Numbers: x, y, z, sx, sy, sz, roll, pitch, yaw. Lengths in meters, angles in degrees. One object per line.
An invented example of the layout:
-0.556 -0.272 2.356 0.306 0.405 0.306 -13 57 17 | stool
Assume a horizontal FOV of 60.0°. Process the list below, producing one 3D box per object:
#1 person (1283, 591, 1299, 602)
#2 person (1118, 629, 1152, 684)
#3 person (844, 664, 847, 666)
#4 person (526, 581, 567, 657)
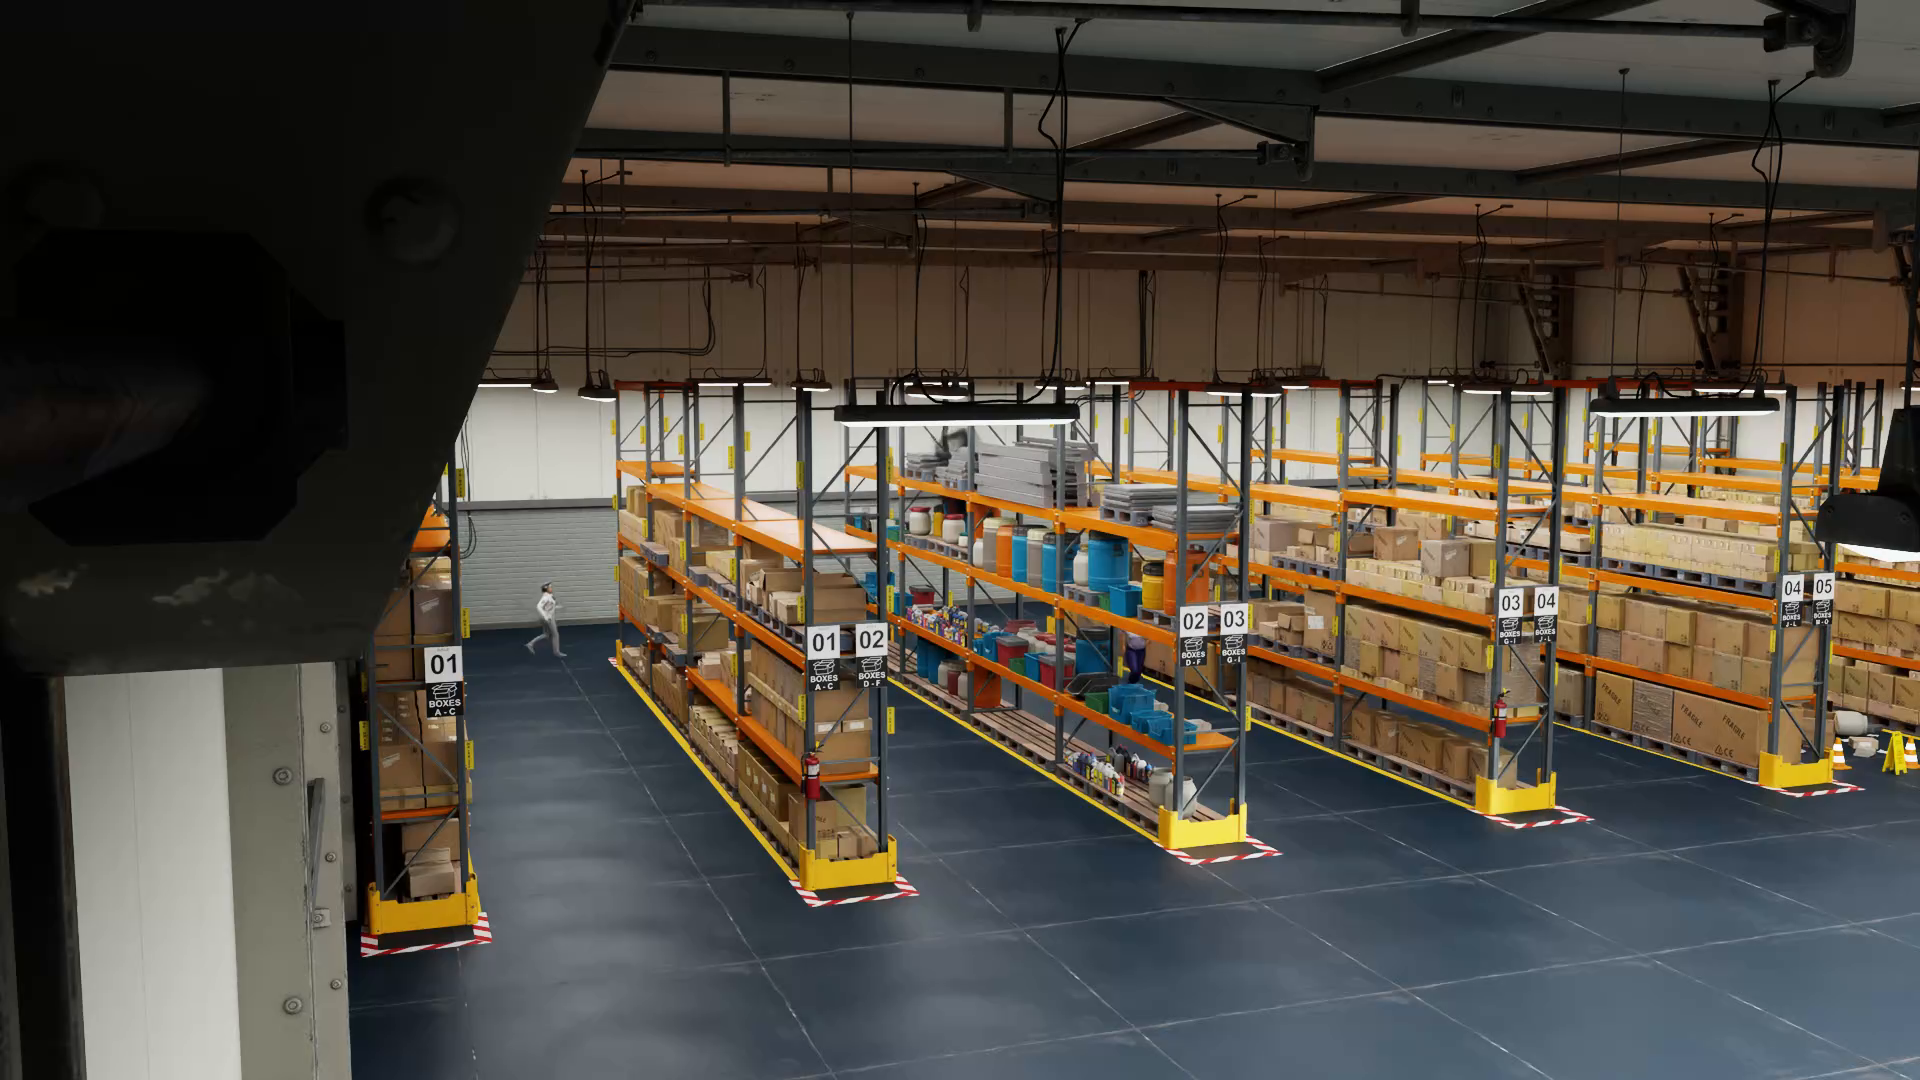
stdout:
8.262 1.204 41.094 0.521 1.600 0.651 4 7 34 | person
3.359 2.196 31.542 0.581 1.682 0.726 -2 6 -18 | person
-2.181 2.543 28.060 0.662 1.679 0.804 -5 8 -40 | person
-8.901 1.707 35.729 0.873 1.668 0.606 -2 6 -16 | person
